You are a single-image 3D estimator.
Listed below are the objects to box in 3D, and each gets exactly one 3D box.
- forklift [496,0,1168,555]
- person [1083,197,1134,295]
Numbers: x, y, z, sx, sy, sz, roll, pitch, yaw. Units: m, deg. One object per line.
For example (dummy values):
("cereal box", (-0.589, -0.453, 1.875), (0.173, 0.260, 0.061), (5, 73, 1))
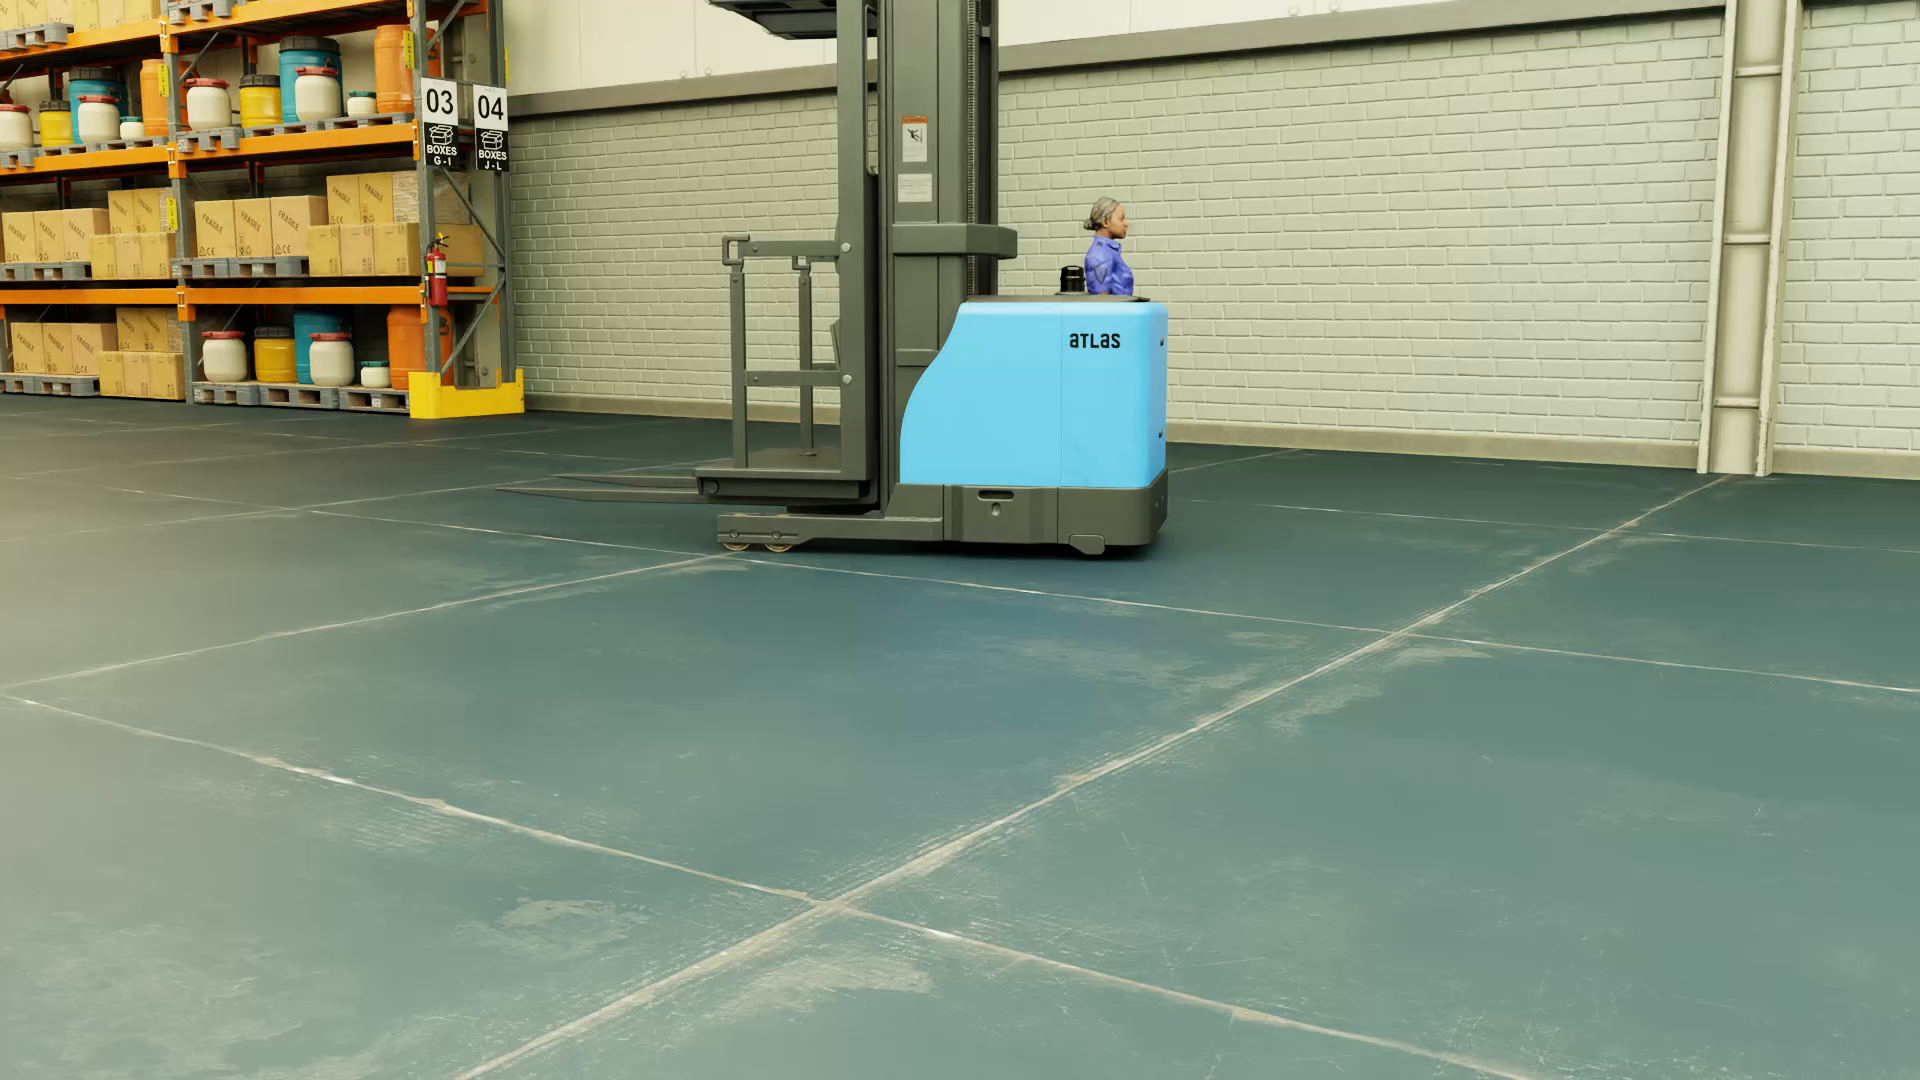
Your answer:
("forklift", (-0.596, -1.469, 7.520), (3.031, 2.935, 1.130), (2, 8, 12))
("person", (0.832, -1.086, 9.358), (0.315, 1.661, 0.465), (1, 8, 4))
